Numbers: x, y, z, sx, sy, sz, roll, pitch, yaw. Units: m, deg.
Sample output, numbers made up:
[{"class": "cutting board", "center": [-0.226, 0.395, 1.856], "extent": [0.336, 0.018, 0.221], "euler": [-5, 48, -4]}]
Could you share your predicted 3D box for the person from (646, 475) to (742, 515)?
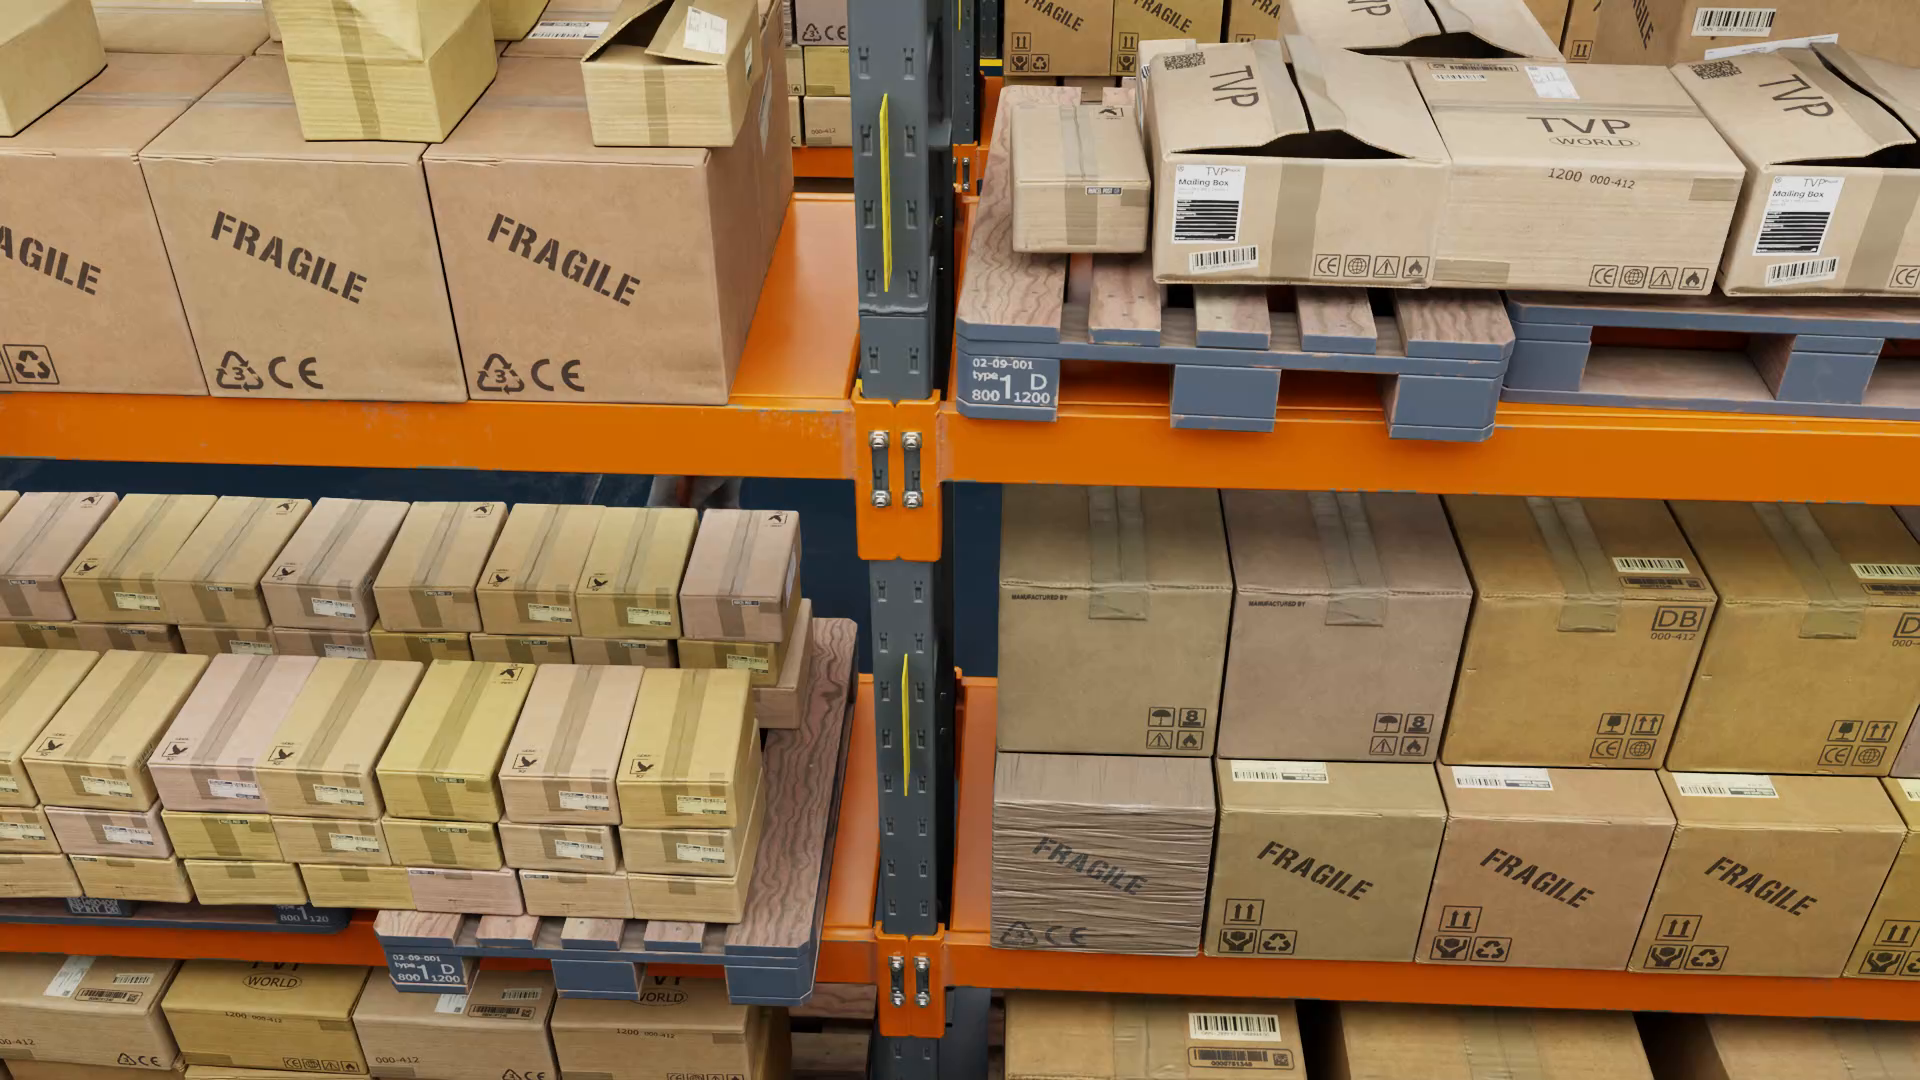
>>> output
[{"class": "person", "center": [-1.012, -0.379, 6.617], "extent": [0.467, 1.768, 0.628], "euler": [14, 38, 18]}]
